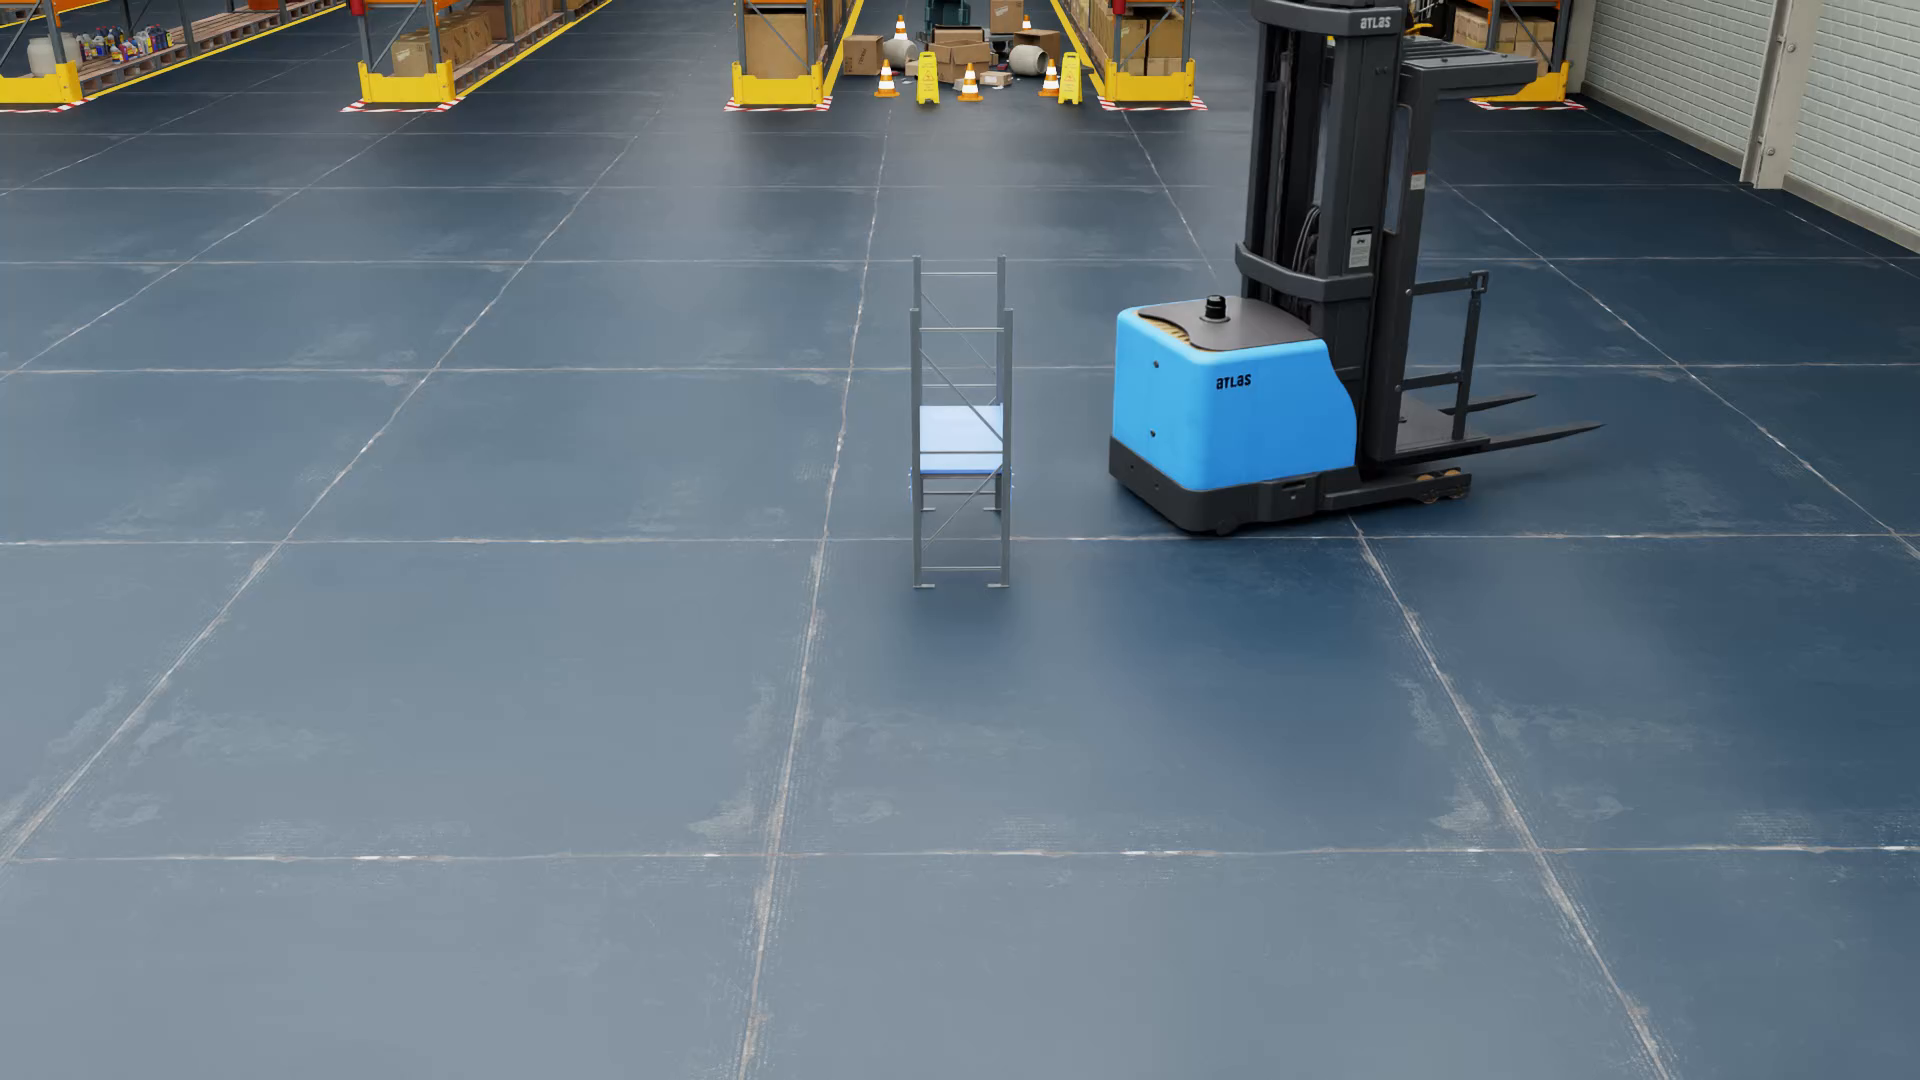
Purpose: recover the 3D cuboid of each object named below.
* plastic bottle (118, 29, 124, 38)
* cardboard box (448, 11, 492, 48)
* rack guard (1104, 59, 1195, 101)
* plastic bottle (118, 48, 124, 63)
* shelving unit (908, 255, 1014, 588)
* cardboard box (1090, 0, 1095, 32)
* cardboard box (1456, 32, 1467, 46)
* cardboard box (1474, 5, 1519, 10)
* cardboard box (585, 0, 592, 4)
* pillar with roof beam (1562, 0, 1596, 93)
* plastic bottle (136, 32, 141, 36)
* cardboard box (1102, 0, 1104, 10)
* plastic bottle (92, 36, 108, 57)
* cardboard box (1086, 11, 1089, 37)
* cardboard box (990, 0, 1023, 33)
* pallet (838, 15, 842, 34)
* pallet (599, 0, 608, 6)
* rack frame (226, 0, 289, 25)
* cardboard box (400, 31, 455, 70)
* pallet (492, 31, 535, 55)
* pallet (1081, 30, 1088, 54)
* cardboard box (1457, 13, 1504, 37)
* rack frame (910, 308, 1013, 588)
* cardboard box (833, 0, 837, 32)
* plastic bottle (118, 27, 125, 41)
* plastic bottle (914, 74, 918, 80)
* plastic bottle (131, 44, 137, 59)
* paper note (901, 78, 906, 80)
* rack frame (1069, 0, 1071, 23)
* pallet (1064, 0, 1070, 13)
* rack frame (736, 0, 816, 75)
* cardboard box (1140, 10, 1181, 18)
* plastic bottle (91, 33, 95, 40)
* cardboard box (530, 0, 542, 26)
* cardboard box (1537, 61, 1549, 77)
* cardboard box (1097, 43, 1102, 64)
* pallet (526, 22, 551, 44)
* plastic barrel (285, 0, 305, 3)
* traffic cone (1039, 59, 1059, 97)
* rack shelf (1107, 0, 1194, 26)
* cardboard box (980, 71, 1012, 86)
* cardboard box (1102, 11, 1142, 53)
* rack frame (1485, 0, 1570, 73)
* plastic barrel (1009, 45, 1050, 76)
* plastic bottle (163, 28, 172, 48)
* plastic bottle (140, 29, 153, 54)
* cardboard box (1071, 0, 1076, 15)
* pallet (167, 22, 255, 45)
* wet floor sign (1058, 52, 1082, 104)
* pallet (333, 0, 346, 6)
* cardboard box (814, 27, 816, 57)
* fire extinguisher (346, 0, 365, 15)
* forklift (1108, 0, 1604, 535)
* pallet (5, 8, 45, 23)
[{"bbox_3d":[-12.666,-7.555,25.077,0.061,0.283,0.133,0,24,-1],"label":"plastic bottle"},{"bbox_3d":[-7.451,-7.768,25.308,0.500,0.500,0.500,-1,24,-2],"label":"cardboard box"},{"bbox_3d":[2.537,-6.169,22.283,1.175,0.500,0.348,0,24,-1],"label":"rack guard"},{"bbox_3d":[-12.034,-6.926,23.786,0.097,0.201,0.097,0,24,0],"label":"plastic bottle"},{"bbox_3d":[0.001,-0.648,8.863,0.538,1.500,1.048,0,24,-1],"label":"shelving unit"},{"bbox_3d":[2.230,-7.961,25.128,0.500,0.500,0.500,1,24,2],"label":"cardboard box"},{"bbox_3d":[7.188,-6.872,23.026,0.500,0.250,0.500,0,24,-1],"label":"cardboard box"},{"bbox_3d":[7.682,-7.516,23.843,0.500,0.250,0.500,-1,24,-2],"label":"cardboard box"},{"bbox_3d":[-7.448,-10.403,30.681,1.225,0.875,0.875,0,24,0],"label":"cardboard box"},{"bbox_3d":[4.090,-10.305,21.115,9.100,9.000,0.400,0,24,-1],"label":"pillar with roof beam"},{"bbox_3d":[-12.219,-7.463,24.883,0.152,0.276,0.135,0,24,-1],"label":"plastic bottle"},{"bbox_3d":[2.196,-7.544,23.421,0.380,0.149,0.250,1,24,2],"label":"cardboard box"},{"bbox_3d":[-12.620,-7.241,24.391,0.152,0.276,0.135,0,24,-1],"label":"plastic bottle"},{"bbox_3d":[2.486,-8.135,26.276,0.950,0.372,0.625,0,24,0],"label":"cardboard box"},{"bbox_3d":[0.714,-8.110,25.657,0.500,0.500,0.500,0,24,-1],"label":"cardboard box"},{"bbox_3d":[-2.565,-8.913,28.702,1.003,0.211,1.213,0,24,-1],"label":"pallet"},{"bbox_3d":[-7.419,-10.588,32.405,1.003,0.211,1.213,0,24,-1],"label":"pallet"},{"bbox_3d":[-12.412,-10.506,28.839,1.000,3.000,0.127,0,24,-1],"label":"rack frame"},{"bbox_3d":[-7.403,-6.788,23.142,0.500,0.500,0.500,6,25,13],"label":"cardboard box"},{"bbox_3d":[-7.425,-7.930,26.528,1.003,0.211,1.213,0,24,-1],"label":"pallet"},{"bbox_3d":[2.484,-7.975,26.627,1.003,0.211,1.213,0,24,-1],"label":"pallet"},{"bbox_3d":[7.173,-7.093,22.907,0.500,0.250,0.500,0,24,0],"label":"cardboard box"},{"bbox_3d":[0.006,-0.439,8.400,0.500,1.500,0.032,0,24,-1],"label":"rack frame"},{"bbox_3d":[-2.558,-8.680,27.022,1.050,0.750,0.750,0,24,-1],"label":"cardboard box"},{"bbox_3d":[-12.803,-7.682,25.372,0.097,0.271,0.097,0,24,0],"label":"plastic bottle"},{"bbox_3d":[-0.570,-6.638,23.852,0.133,0.061,0.283,-9,26,-19],"label":"plastic bottle"},{"bbox_3d":[-12.039,-7.107,24.185,0.097,0.201,0.097,0,24,0],"label":"plastic bottle"},{"bbox_3d":[-0.811,-6.616,23.867,0.032,0.001,0.123,13,27,27],"label":"paper note"},{"bbox_3d":[2.450,-10.573,28.987,1.000,3.000,0.127,0,24,-1],"label":"rack frame"},{"bbox_3d":[2.507,-10.129,31.390,1.003,0.211,1.213,0,24,-1],"label":"pallet"},{"bbox_3d":[-2.411,-7.213,21.557,1.000,3.000,0.127,0,24,-1],"label":"rack frame"},{"bbox_3d":[2.794,-7.115,23.260,0.500,0.500,0.500,-1,24,-3],"label":"cardboard box"},{"bbox_3d":[-12.812,-7.340,24.602,0.061,0.283,0.133,1,24,2],"label":"plastic bottle"},{"bbox_3d":[-7.400,-8.852,27.681,0.700,0.500,0.500,2,24,4],"label":"cardboard box"},{"bbox_3d":[7.691,-6.442,22.681,0.500,0.250,0.500,0,24,0],"label":"cardboard box"},{"bbox_3d":[2.251,-6.976,23.861,0.500,0.250,0.500,-1,24,-2],"label":"cardboard box"},{"bbox_3d":[-7.442,-8.434,27.643,1.003,0.211,1.213,0,24,-1],"label":"pallet"},{"bbox_3d":[-12.446,-10.266,30.724,0.600,0.588,0.708,0,24,-1],"label":"plastic barrel"},{"bbox_3d":[1.243,-6.292,22.600,0.336,0.463,0.334,0,24,-1],"label":"traffic cone"},{"bbox_3d":[2.516,-7.773,23.669,1.077,0.370,4.000,0,24,-1],"label":"rack shelf"},{"bbox_3d":[0.503,-6.508,23.459,0.380,0.149,0.250,13,27,27],"label":"cardboard box"},{"bbox_3d":[2.259,-7.101,23.227,0.500,0.500,0.500,1,24,1],"label":"cardboard box"},{"bbox_3d":[7.501,-7.300,21.751,1.000,3.000,0.127,0,24,-1],"label":"rack frame"},{"bbox_3d":[1.001,-6.947,24.096,0.512,0.421,0.421,19,30,35],"label":"plastic barrel"},{"bbox_3d":[-12.033,-7.624,25.229,0.061,0.283,0.133,1,24,2],"label":"plastic bottle"},{"bbox_3d":[-12.067,-7.375,24.597,0.144,0.351,0.185,0,24,-1],"label":"plastic bottle"},{"bbox_3d":[2.446,-9.334,28.927,0.950,0.372,0.625,-2,24,-4],"label":"cardboard box"},{"bbox_3d":[-12.432,-8.415,27.599,1.003,0.211,1.213,0,24,-1],"label":"pallet"},{"bbox_3d":[1.470,-6.121,22.000,0.267,0.644,0.232,8,26,18],"label":"wet floor sign"},{"bbox_3d":[-12.489,-10.566,32.355,1.003,0.211,1.213,0,24,-1],"label":"pallet"},{"bbox_3d":[-2.496,-7.077,23.327,0.875,0.875,0.875,-1,24,-1],"label":"cardboard box"},{"bbox_3d":[-7.831,-7.147,21.507,0.296,0.674,0.183,0,24,-1],"label":"fire extinguisher"},{"bbox_3d":[2.459,-1.739,9.538,3.031,2.935,1.130,-10,26,-20],"label":"forklift"},{"bbox_3d":[-17.335,-9.523,30.049,1.003,0.211,1.213,0,24,-1],"label":"pallet"}]
